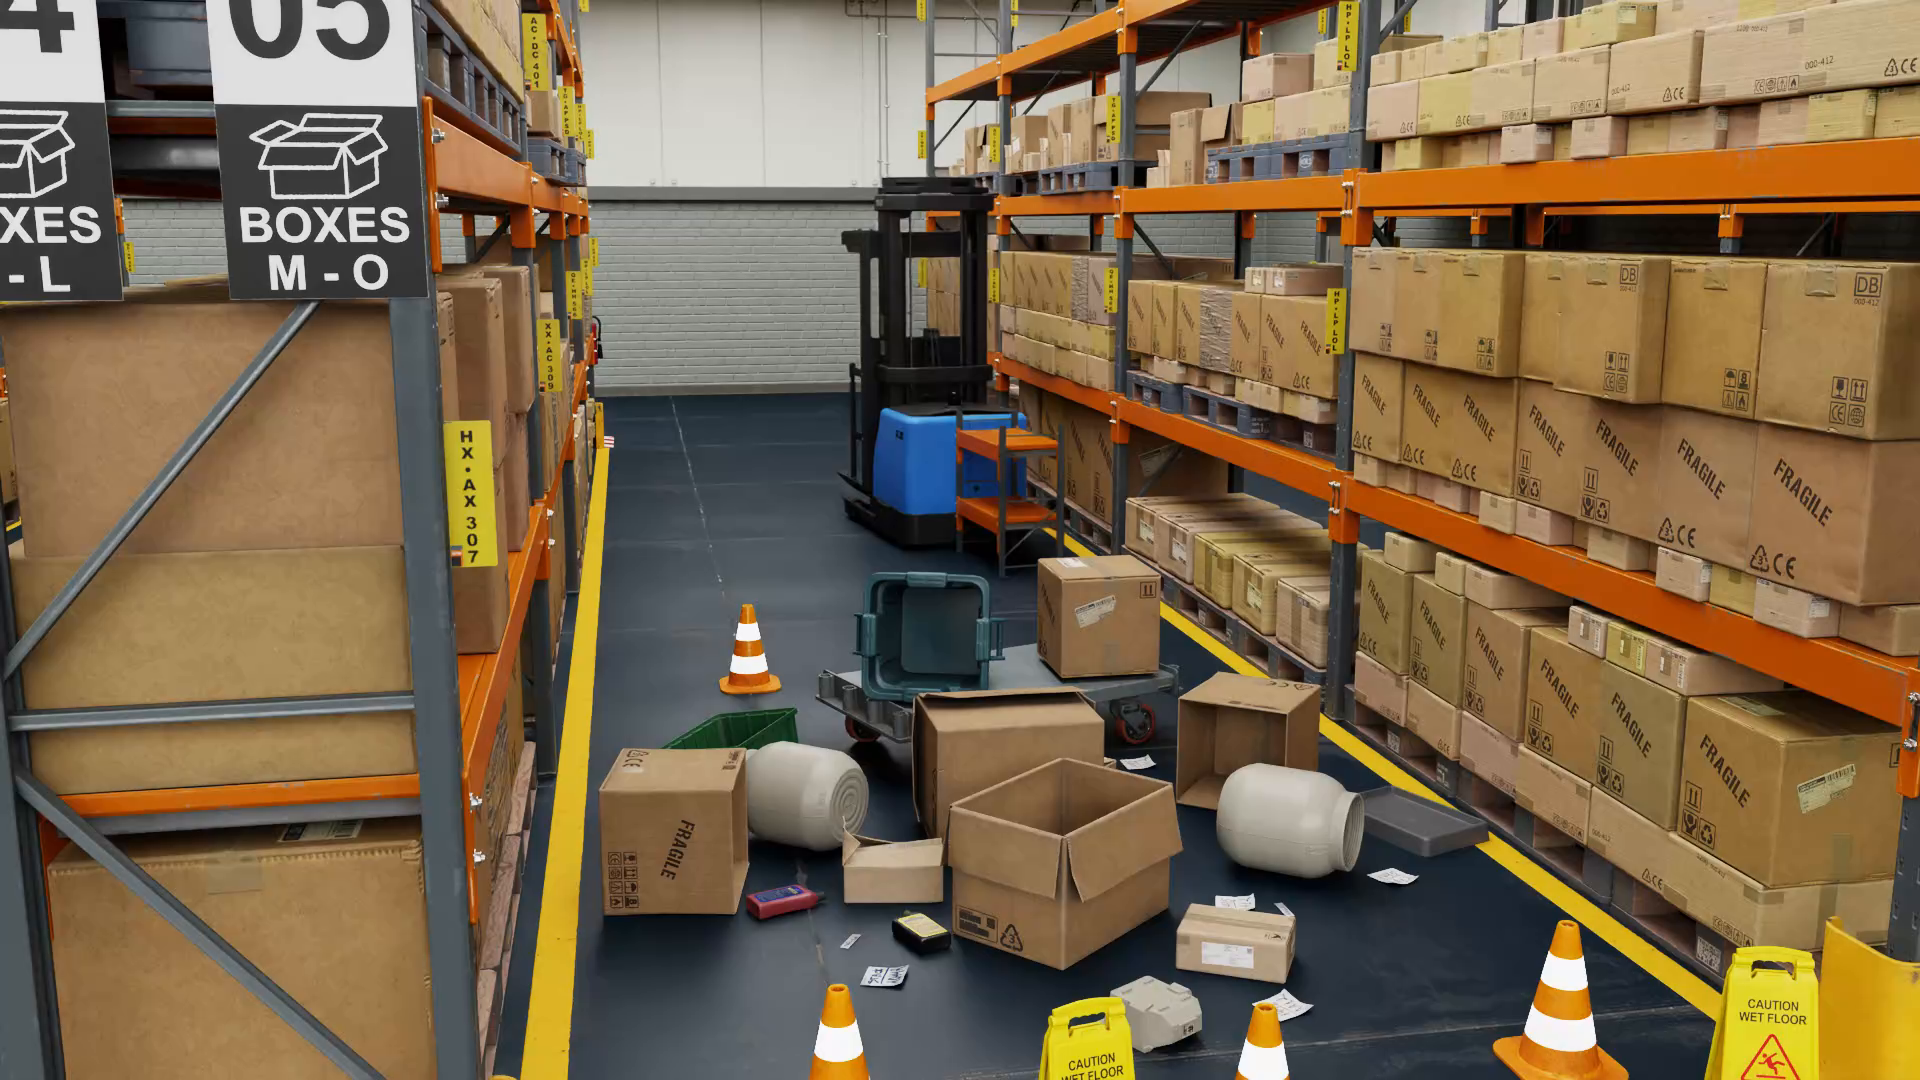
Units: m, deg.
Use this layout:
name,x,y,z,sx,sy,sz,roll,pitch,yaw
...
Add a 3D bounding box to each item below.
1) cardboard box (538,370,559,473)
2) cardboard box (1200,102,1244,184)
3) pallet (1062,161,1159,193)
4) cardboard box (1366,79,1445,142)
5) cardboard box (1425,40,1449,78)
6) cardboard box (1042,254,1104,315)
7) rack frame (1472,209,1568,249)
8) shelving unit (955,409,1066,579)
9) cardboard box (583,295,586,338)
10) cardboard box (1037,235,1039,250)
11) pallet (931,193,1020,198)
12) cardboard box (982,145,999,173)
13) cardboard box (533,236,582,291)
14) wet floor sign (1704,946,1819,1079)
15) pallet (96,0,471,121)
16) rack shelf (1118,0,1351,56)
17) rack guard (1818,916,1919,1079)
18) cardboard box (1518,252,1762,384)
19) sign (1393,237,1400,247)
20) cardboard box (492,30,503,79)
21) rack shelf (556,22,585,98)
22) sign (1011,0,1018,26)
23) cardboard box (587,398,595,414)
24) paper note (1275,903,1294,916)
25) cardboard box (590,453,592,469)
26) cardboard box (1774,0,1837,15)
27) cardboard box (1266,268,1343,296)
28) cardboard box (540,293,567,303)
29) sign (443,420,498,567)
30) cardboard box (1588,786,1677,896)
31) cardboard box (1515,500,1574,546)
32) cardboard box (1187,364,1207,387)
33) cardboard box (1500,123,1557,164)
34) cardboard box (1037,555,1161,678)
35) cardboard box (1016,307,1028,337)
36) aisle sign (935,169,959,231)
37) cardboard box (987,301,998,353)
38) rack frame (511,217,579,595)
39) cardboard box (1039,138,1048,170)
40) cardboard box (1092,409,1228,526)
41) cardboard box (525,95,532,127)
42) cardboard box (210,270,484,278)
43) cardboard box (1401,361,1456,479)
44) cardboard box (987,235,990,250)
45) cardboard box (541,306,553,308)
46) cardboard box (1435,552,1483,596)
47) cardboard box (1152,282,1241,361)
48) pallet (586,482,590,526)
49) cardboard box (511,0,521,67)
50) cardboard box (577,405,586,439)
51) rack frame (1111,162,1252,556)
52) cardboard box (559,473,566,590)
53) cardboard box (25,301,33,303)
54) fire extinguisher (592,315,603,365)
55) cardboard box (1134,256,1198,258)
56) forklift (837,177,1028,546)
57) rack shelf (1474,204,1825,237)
name,x,y,z,sx,sy,sz,roll,pitch,yaw
cardboard box,-2.343,-0.599,8.555,0.500,0.500,0.500,-2,11,-11
cardboard box,1.977,-2.529,10.663,0.797,0.503,0.637,-2,11,-11
pallet,1.475,-2.780,12.765,1.213,0.211,1.003,-2,11,-8
cardboard box,2.247,-2.005,7.793,0.500,0.250,0.500,-2,11,-12
cardboard box,2.293,-2.127,7.365,0.380,0.149,0.250,-2,11,-13
cardboard box,1.006,-2.187,14.225,0.500,0.500,0.500,-2,11,-12
rack frame,5.743,-2.198,17.224,1.000,3.000,0.127,-2,11,-11
shelving unit,0.369,-0.377,12.667,0.538,1.125,1.048,-3,11,-18
cardboard box,-3.914,-2.204,16.193,0.500,0.500,0.500,-2,11,-11
cardboard box,0.911,-3.035,16.945,0.380,0.149,0.250,-2,11,-12
pallet,0.251,-4.045,19.142,1.003,0.211,1.213,-2,11,-11
cardboard box,0.436,-3.786,16.510,0.396,0.266,0.258,-2,11,-9
cardboard box,-3.810,-2.597,15.580,0.500,0.500,0.500,-2,11,-10
wet floor sign,2.196,1.414,4.542,0.267,0.644,0.232,2,11,9
pallet,-1.782,-1.183,4.107,1.003,0.211,1.213,-2,11,-11
rack shelf,2.041,-3.314,10.034,1.077,0.370,4.000,-2,11,-11
rack guard,3.194,1.398,5.016,1.175,0.500,0.348,-2,11,-11
cardboard box,2.643,-0.868,6.497,0.700,0.500,0.500,-2,11,-11
sign,5.513,-3.673,21.028,0.100,0.325,0.005,-2,11,-11
cardboard box,-1.772,-1.668,5.698,0.380,0.149,0.250,-2,11,-12
rack shelf,-4.350,-4.778,16.663,1.077,0.370,4.000,-2,11,-11
sign,0.631,-6.213,19.561,0.100,0.325,0.005,-2,11,-11
cardboard box,-4.220,-1.471,18.315,0.380,0.149,0.250,-2,11,-12
paper note,1.230,1.402,6.306,0.032,0.001,0.123,-2,11,-11
cardboard box,-3.769,-0.752,16.125,0.380,0.149,0.250,-2,11,-9
cardboard box,2.773,-1.704,5.145,0.380,0.149,0.250,-2,11,-12
cardboard box,1.972,-1.473,9.490,0.380,0.149,0.250,-2,11,-13
cardboard box,-3.639,-2.078,14.549,0.380,0.149,0.250,-2,11,-13
sign,-1.082,-0.101,3.678,0.100,0.325,0.005,-2,11,-11
cardboard box,2.694,1.094,6.155,0.500,0.250,0.500,-2,11,-11
cardboard box,2.493,-0.077,6.750,0.380,0.149,0.250,-2,11,-11
cardboard box,1.720,-1.103,11.016,0.380,0.149,0.250,-1,11,-8
cardboard box,2.415,-1.594,6.700,0.380,0.149,0.250,-2,11,-12
cardboard box,0.690,0.376,8.357,0.500,0.500,0.500,-2,11,-11
cardboard box,0.812,-2.004,15.265,0.500,0.250,0.500,-2,11,-10
aisle sign,-0.202,-4.031,19.898,0.394,0.787,0.004,-2,11,-11
cardboard box,0.533,-2.142,16.661,0.500,0.500,0.500,-2,11,-10
rack frame,-3.183,-1.085,11.375,1.000,3.000,0.127,-2,11,-11
cardboard box,0.886,-3.283,14.138,0.396,0.266,0.258,-1,11,-6
cardboard box,1.599,-0.576,13.259,0.875,0.875,0.875,-2,11,-12
cardboard box,-2.423,-2.223,8.615,0.380,0.149,0.250,-2,11,-11
cardboard box,-2.176,-0.686,5.989,0.875,0.550,0.550,-2,11,-11
cardboard box,2.363,-0.563,7.570,0.500,0.500,0.500,-2,11,-11
cardboard box,0.452,-3.065,17.102,0.380,0.149,0.250,-2,11,-11
cardboard box,-3.182,-1.646,12.281,0.380,0.149,0.250,-2,11,-11
cardboard box,2.347,0.145,7.404,0.380,0.149,0.250,-2,11,-9
cardboard box,1.621,-1.499,11.363,0.500,0.500,0.500,-2,11,-8
pallet,-3.809,-0.306,14.740,1.003,0.211,1.213,-2,11,-11
cardboard box,-2.058,-2.072,6.752,0.500,0.250,0.500,-2,11,-12
cardboard box,-3.569,-1.038,14.684,0.500,0.250,0.500,-2,11,-13
rack frame,1.652,-1.284,12.418,1.000,3.000,0.127,-2,11,-11
cardboard box,-3.153,-0.071,10.942,1.050,0.750,0.750,-2,11,-12
cardboard box,-8.777,-2.285,15.281,0.500,0.500,0.500,-2,11,-11
fire extinguisher,-4.336,-2.394,19.457,0.296,0.674,0.183,-2,11,-11
cardboard box,1.690,-2.014,13.313,0.500,0.500,0.500,-2,11,-11
forklift,-0.385,-1.624,14.392,1.130,2.935,3.031,-3,11,-18
rack shelf,6.132,-2.952,15.084,1.077,0.370,4.000,-2,11,-11
